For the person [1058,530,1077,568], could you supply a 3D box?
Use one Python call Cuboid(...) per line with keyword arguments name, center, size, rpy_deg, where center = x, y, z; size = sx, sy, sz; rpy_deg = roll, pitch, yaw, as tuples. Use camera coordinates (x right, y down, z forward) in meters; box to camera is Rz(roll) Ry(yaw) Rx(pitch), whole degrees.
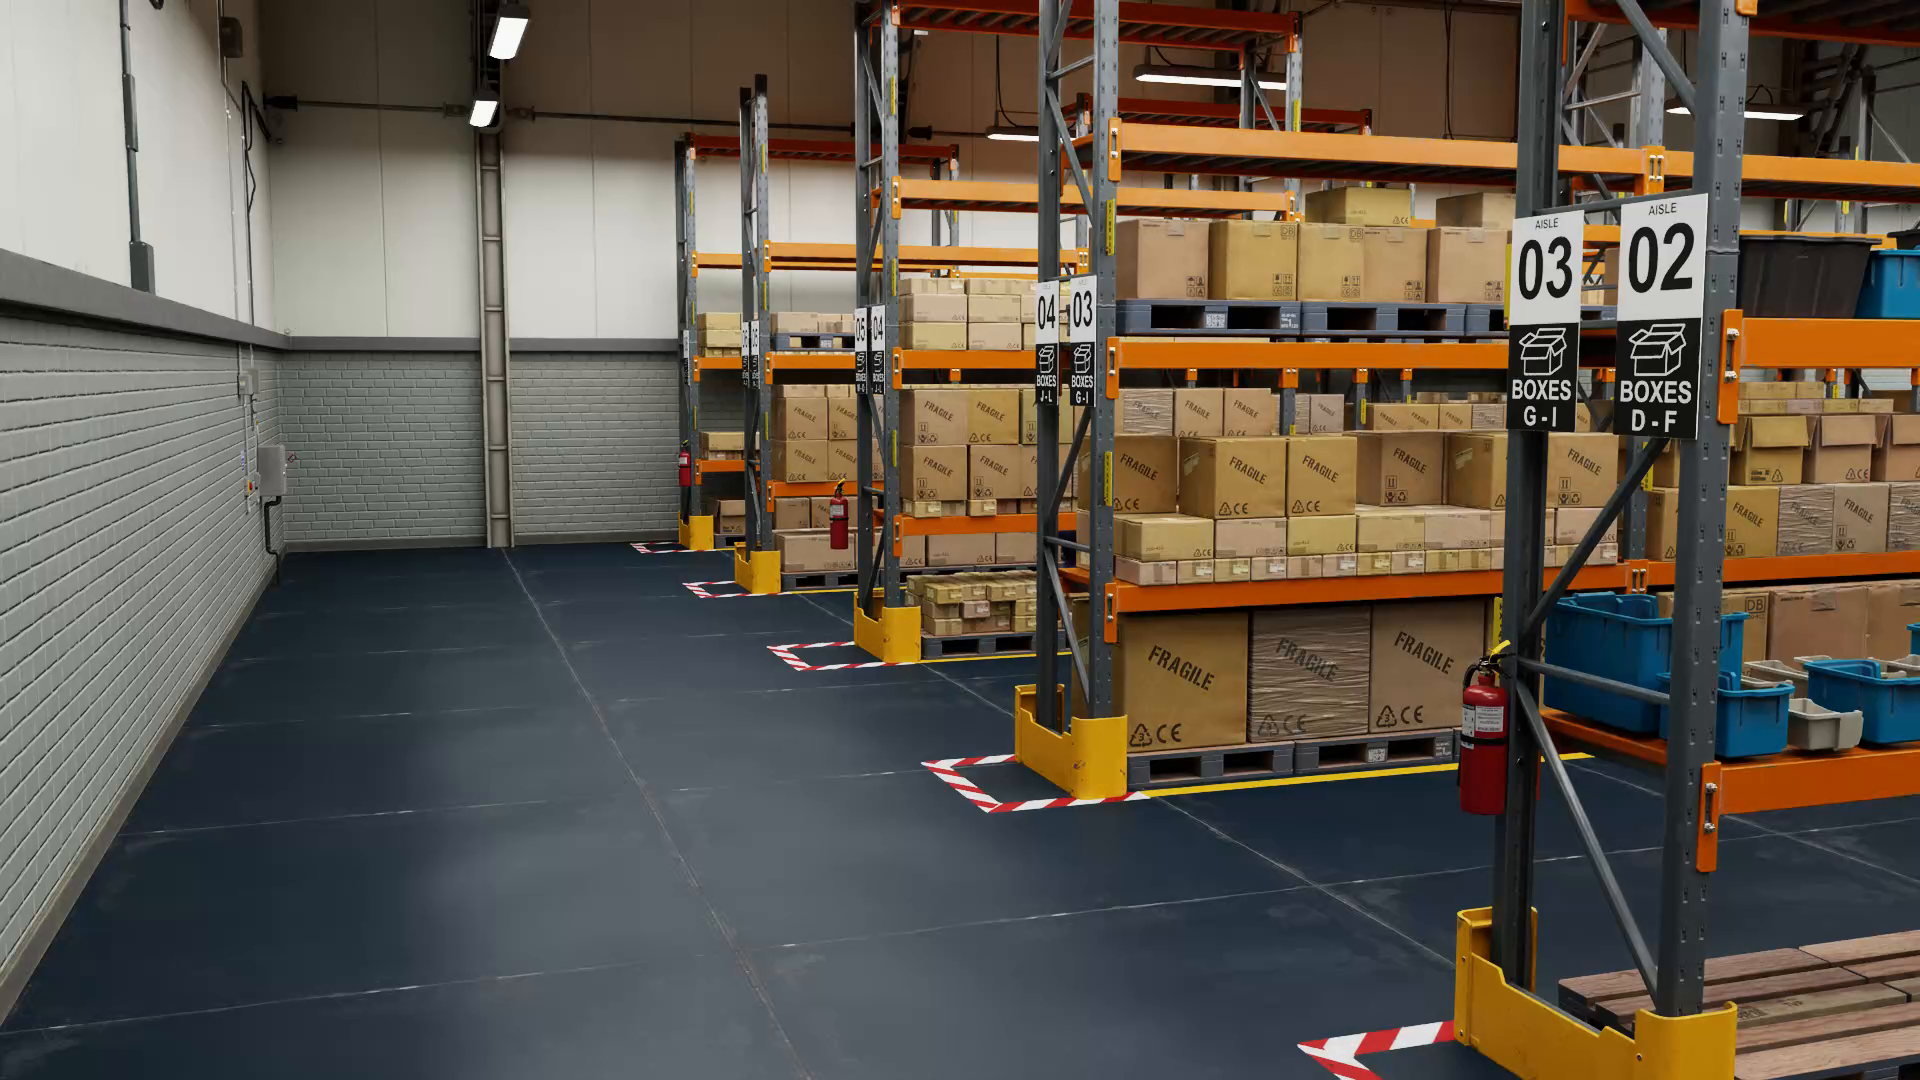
Cuboid(name="person", center=(1.309, -0.107, 18.744), size=(0.342, 1.651, 0.543), rpy_deg=(-2, 6, -21))
